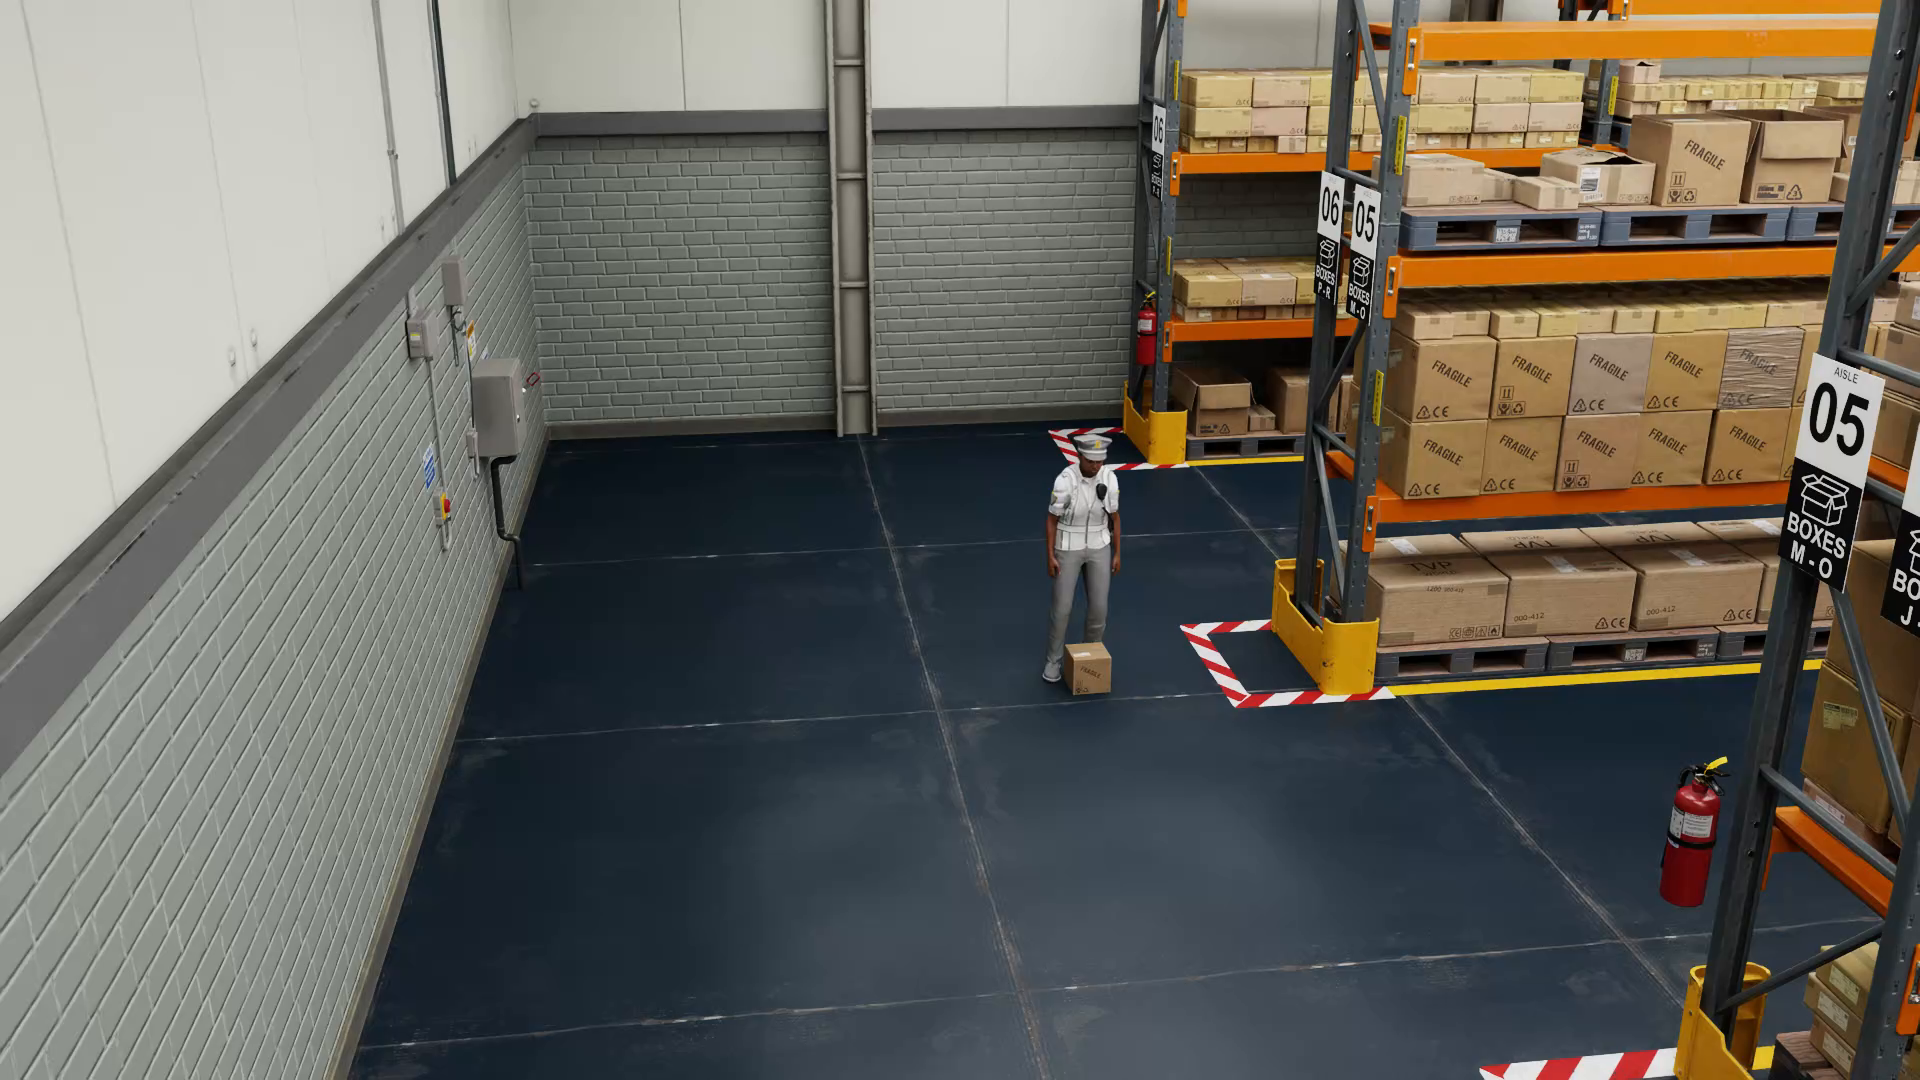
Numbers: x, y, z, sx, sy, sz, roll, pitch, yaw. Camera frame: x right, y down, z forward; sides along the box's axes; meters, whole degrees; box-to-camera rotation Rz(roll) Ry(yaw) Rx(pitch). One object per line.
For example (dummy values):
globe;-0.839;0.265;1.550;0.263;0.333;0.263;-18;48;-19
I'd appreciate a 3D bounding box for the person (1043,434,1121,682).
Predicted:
person;0.792;0.097;10.809;0.525;1.661;0.395;-4;20;-10
